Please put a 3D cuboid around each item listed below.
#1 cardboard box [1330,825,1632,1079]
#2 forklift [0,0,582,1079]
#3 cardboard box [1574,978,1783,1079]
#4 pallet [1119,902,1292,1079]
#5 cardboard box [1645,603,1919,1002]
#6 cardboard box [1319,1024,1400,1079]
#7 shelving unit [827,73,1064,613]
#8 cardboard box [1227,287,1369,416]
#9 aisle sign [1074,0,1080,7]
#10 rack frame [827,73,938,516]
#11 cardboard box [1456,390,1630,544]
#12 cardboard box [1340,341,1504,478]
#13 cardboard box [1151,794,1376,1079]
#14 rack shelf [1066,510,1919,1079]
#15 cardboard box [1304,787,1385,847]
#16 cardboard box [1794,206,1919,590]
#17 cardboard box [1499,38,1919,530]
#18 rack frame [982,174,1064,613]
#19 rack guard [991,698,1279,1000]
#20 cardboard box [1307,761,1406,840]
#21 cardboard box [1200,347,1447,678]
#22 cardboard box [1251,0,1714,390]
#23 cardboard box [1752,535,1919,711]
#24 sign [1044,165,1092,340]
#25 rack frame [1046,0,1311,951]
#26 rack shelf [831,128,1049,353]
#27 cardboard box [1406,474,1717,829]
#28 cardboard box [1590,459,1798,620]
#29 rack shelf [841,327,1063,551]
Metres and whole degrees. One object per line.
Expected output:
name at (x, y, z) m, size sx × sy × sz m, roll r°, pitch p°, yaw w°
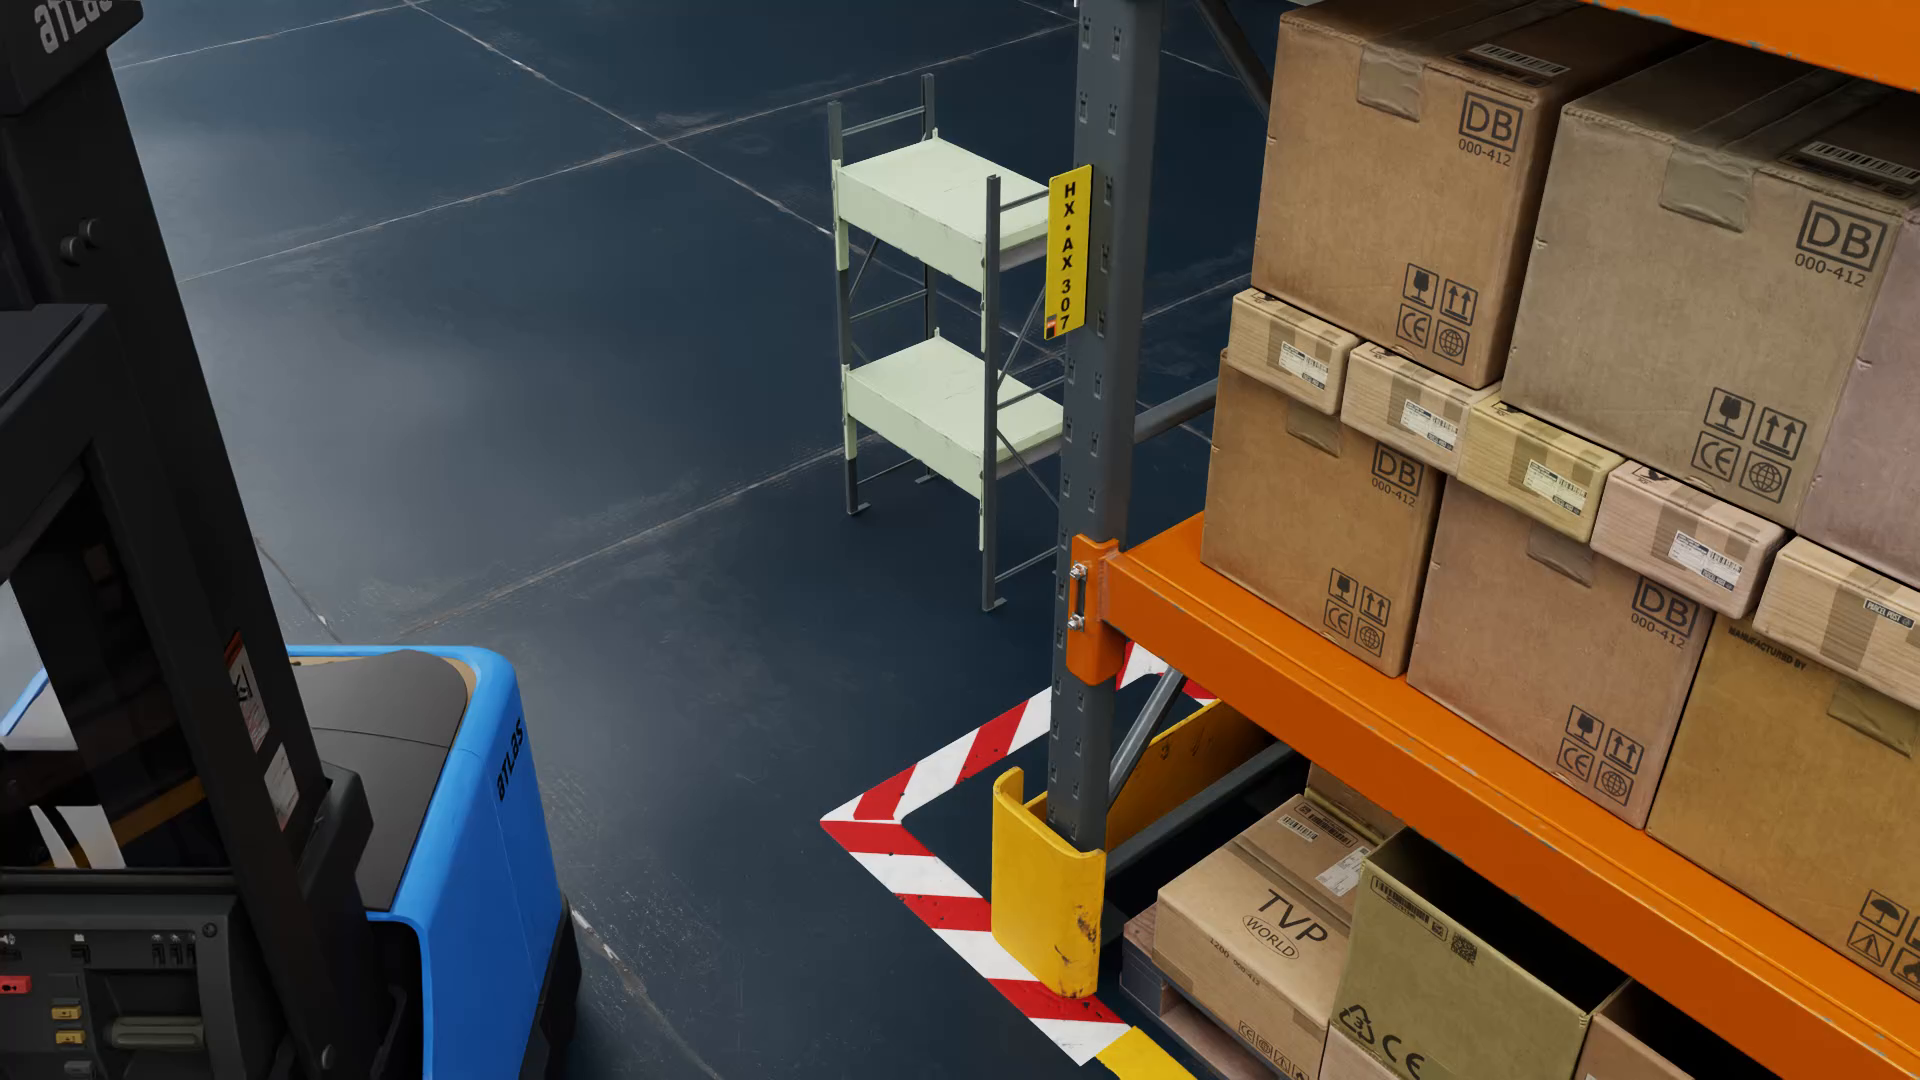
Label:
cardboard box at (1.127, 0.836, 3.342) m, size 0.500 × 0.500 × 0.500 m, roll -26°, pitch 43°, yaw -32°
forklift at (-1.466, 0.756, 2.147) m, size 1.130 × 2.935 × 3.031 m, roll 0°, pitch 35°, yaw 0°
cardboard box at (1.460, 1.052, 3.037) m, size 0.500 × 0.500 × 0.500 m, roll -26°, pitch 43°, yaw -32°
pallet at (1.153, 1.111, 3.998) m, size 1.003 × 0.211 × 1.213 m, roll -26°, pitch 43°, yaw -32°
cardboard box at (1.577, 0.273, 2.683) m, size 0.700 × 0.500 × 0.500 m, roll -26°, pitch 43°, yaw -31°
cardboard box at (1.129, 1.141, 3.559) m, size 0.500 × 0.250 × 0.500 m, roll -26°, pitch 43°, yaw -32°
shelving unit at (-0.004, -0.615, 5.321) m, size 0.431 × 1.500 × 0.755 m, roll -26°, pitch 43°, yaw -32°
cardboard box at (0.716, -0.401, 3.073) m, size 0.380 × 0.149 × 0.250 m, roll -26°, pitch 43°, yaw -32°
aisle sign at (0.351, -1.324, 2.775) m, size 0.394 × 0.787 × 0.004 m, roll -26°, pitch 43°, yaw -32°
rack frame at (-0.241, -0.777, 5.549) m, size 0.400 × 1.500 × 0.023 m, roll -26°, pitch 43°, yaw -32°
cardboard box at (1.048, -0.174, 2.753) m, size 0.380 × 0.149 × 0.250 m, roll -26°, pitch 43°, yaw -32°
cardboard box at (0.888, -0.285, 2.910) m, size 0.380 × 0.149 × 0.250 m, roll -27°, pitch 43°, yaw -33°
cardboard box at (0.803, 0.922, 3.869) m, size 0.500 × 0.250 × 0.500 m, roll -26°, pitch 43°, yaw -32°
rack shelf at (1.918, 0.828, 2.608) m, size 1.077 × 0.370 × 4.000 m, roll -26°, pitch 43°, yaw -32°
cardboard box at (1.199, 0.729, 4.142) m, size 0.500 × 0.250 × 0.500 m, roll -26°, pitch 43°, yaw -32°
cardboard box at (1.622, -0.232, 2.274) m, size 0.700 × 0.500 × 0.500 m, roll -26°, pitch 43°, yaw -32°
cardboard box at (1.296, -0.455, 2.587) m, size 0.700 × 0.500 × 0.500 m, roll -27°, pitch 43°, yaw -33°
rack frame at (0.232, -0.453, 5.093) m, size 0.400 × 1.500 × 0.023 m, roll -26°, pitch 43°, yaw -32°
rack guard at (0.612, 0.661, 4.384) m, size 1.175 × 0.500 × 0.348 m, roll -26°, pitch 43°, yaw -32°
cardboard box at (1.201, 0.422, 3.926) m, size 0.500 × 0.500 × 0.500 m, roll -26°, pitch 43°, yaw -32°
cardboard box at (0.919, -0.179, 3.320) m, size 0.700 × 0.500 × 0.500 m, roll -26°, pitch 43°, yaw -32°
cardboard box at (0.953, -0.685, 2.912) m, size 0.700 × 0.500 × 0.500 m, roll -26°, pitch 43°, yaw -32°
cardboard box at (1.383, 0.054, 2.430) m, size 0.380 × 0.149 × 0.250 m, roll -28°, pitch 44°, yaw -33°
sign at (0.199, -0.530, 3.085) m, size 0.100 × 0.325 × 0.005 m, roll -26°, pitch 43°, yaw -32°
rack frame at (0.627, -0.349, 3.647) m, size 1.000 × 3.000 × 0.127 m, roll -26°, pitch 43°, yaw -32°
rack shelf at (-0.004, -0.933, 5.095) m, size 0.431 × 0.370 × 0.720 m, roll -26°, pitch 43°, yaw -32°
cardboard box at (1.261, 0.051, 2.996) m, size 0.700 × 0.500 × 0.500 m, roll -25°, pitch 42°, yaw -31°
cardboard box at (1.209, -0.062, 2.595) m, size 0.380 × 0.149 × 0.250 m, roll -27°, pitch 43°, yaw -32°
rack shelf at (-0.004, -0.349, 5.509) m, size 0.431 × 0.370 × 0.720 m, roll -26°, pitch 43°, yaw -32°
